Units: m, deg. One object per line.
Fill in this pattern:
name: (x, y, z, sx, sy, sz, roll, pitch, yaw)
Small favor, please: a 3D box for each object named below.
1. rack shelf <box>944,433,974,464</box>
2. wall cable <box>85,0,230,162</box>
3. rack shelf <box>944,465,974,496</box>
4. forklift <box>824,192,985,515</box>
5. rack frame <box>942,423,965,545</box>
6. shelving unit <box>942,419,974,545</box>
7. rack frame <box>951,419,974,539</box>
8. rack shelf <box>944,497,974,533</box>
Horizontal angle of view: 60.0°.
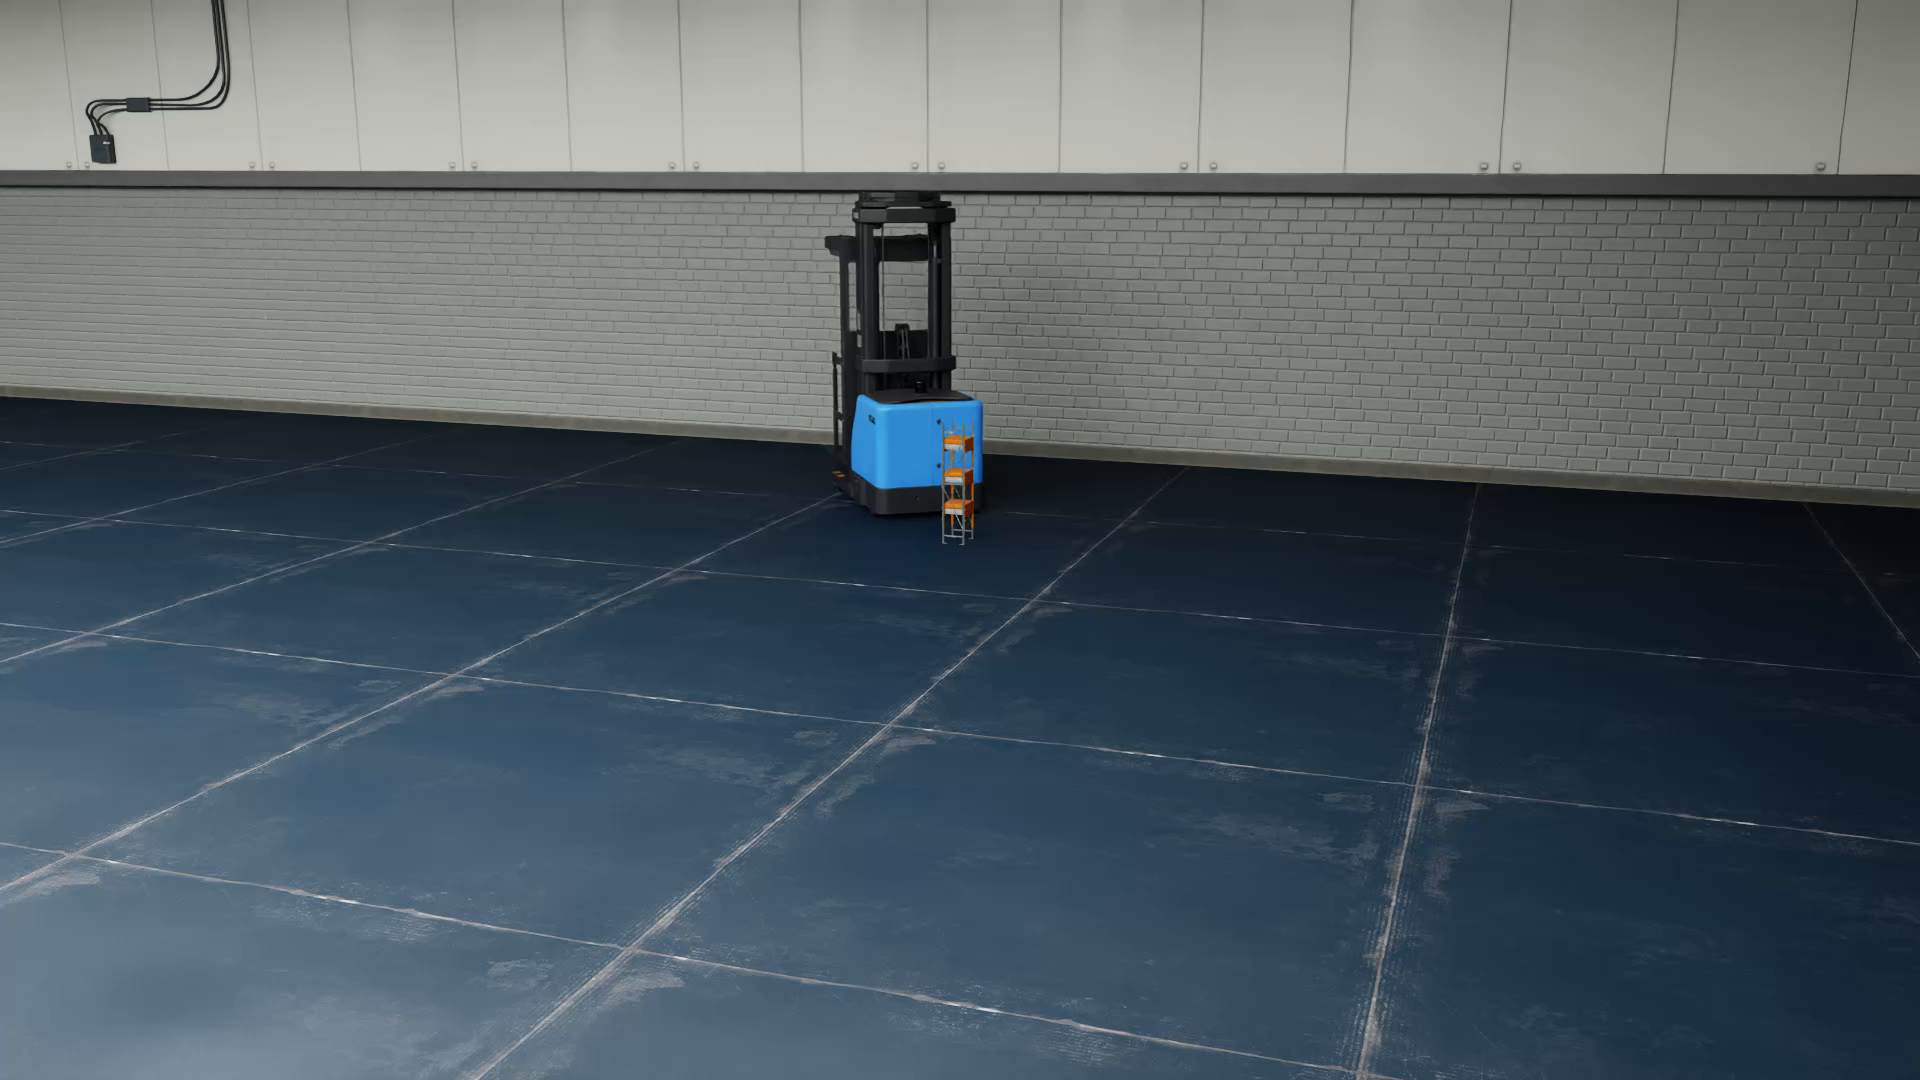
rack shelf: (-0.017, -0.767, 14.261, 0.215, 0.259, 0.240, 4, 14, 18)
wall cable: (-10.307, -7.813, 20.855, 2.305, 6.003, 0.169, 4, 14, 18)
rack shelf: (-0.017, -0.490, 14.324, 0.215, 0.259, 0.240, 4, 14, 18)
forklift: (-0.693, -1.940, 16.399, 1.130, 2.935, 3.031, -4, 13, -17)
rack frame: (-0.057, -0.475, 14.209, 0.200, 1.050, 0.008, 4, 14, 18)
shelving unit: (-0.017, -0.501, 14.322, 0.215, 1.050, 0.252, 4, 14, 18)
rack frame: (0.022, -0.526, 14.434, 0.200, 1.050, 0.008, 4, 14, 18)
rack shelf: (-0.017, -0.219, 14.386, 0.215, 0.259, 0.240, 4, 14, 18)
